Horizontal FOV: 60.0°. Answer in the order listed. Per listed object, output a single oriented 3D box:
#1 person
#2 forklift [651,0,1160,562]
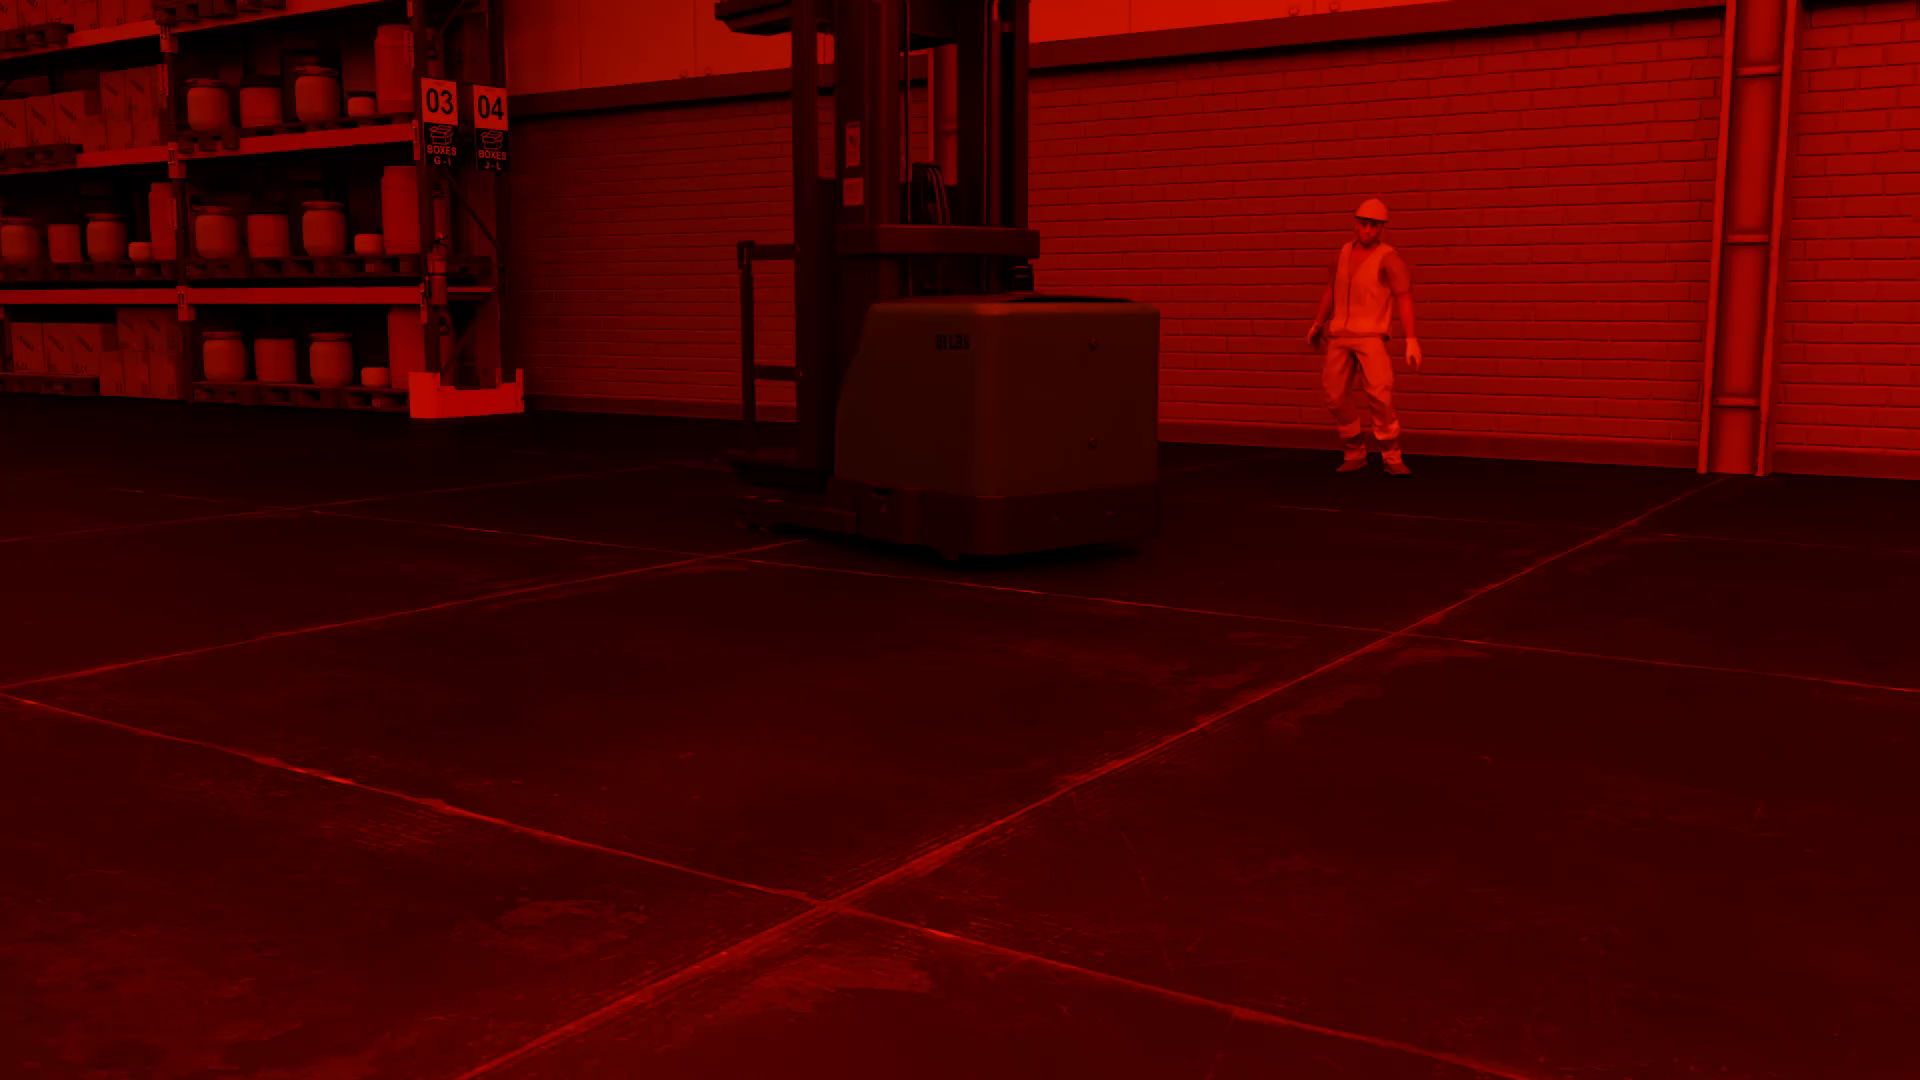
[{"bbox_3d":[2.555,-1.270,10.578,0.484,1.756,0.890,-6,10,-38],"label":"person"},{"bbox_3d":[-0.453,-1.521,7.889,1.130,2.935,3.031,-7,10,-39],"label":"forklift"}]
